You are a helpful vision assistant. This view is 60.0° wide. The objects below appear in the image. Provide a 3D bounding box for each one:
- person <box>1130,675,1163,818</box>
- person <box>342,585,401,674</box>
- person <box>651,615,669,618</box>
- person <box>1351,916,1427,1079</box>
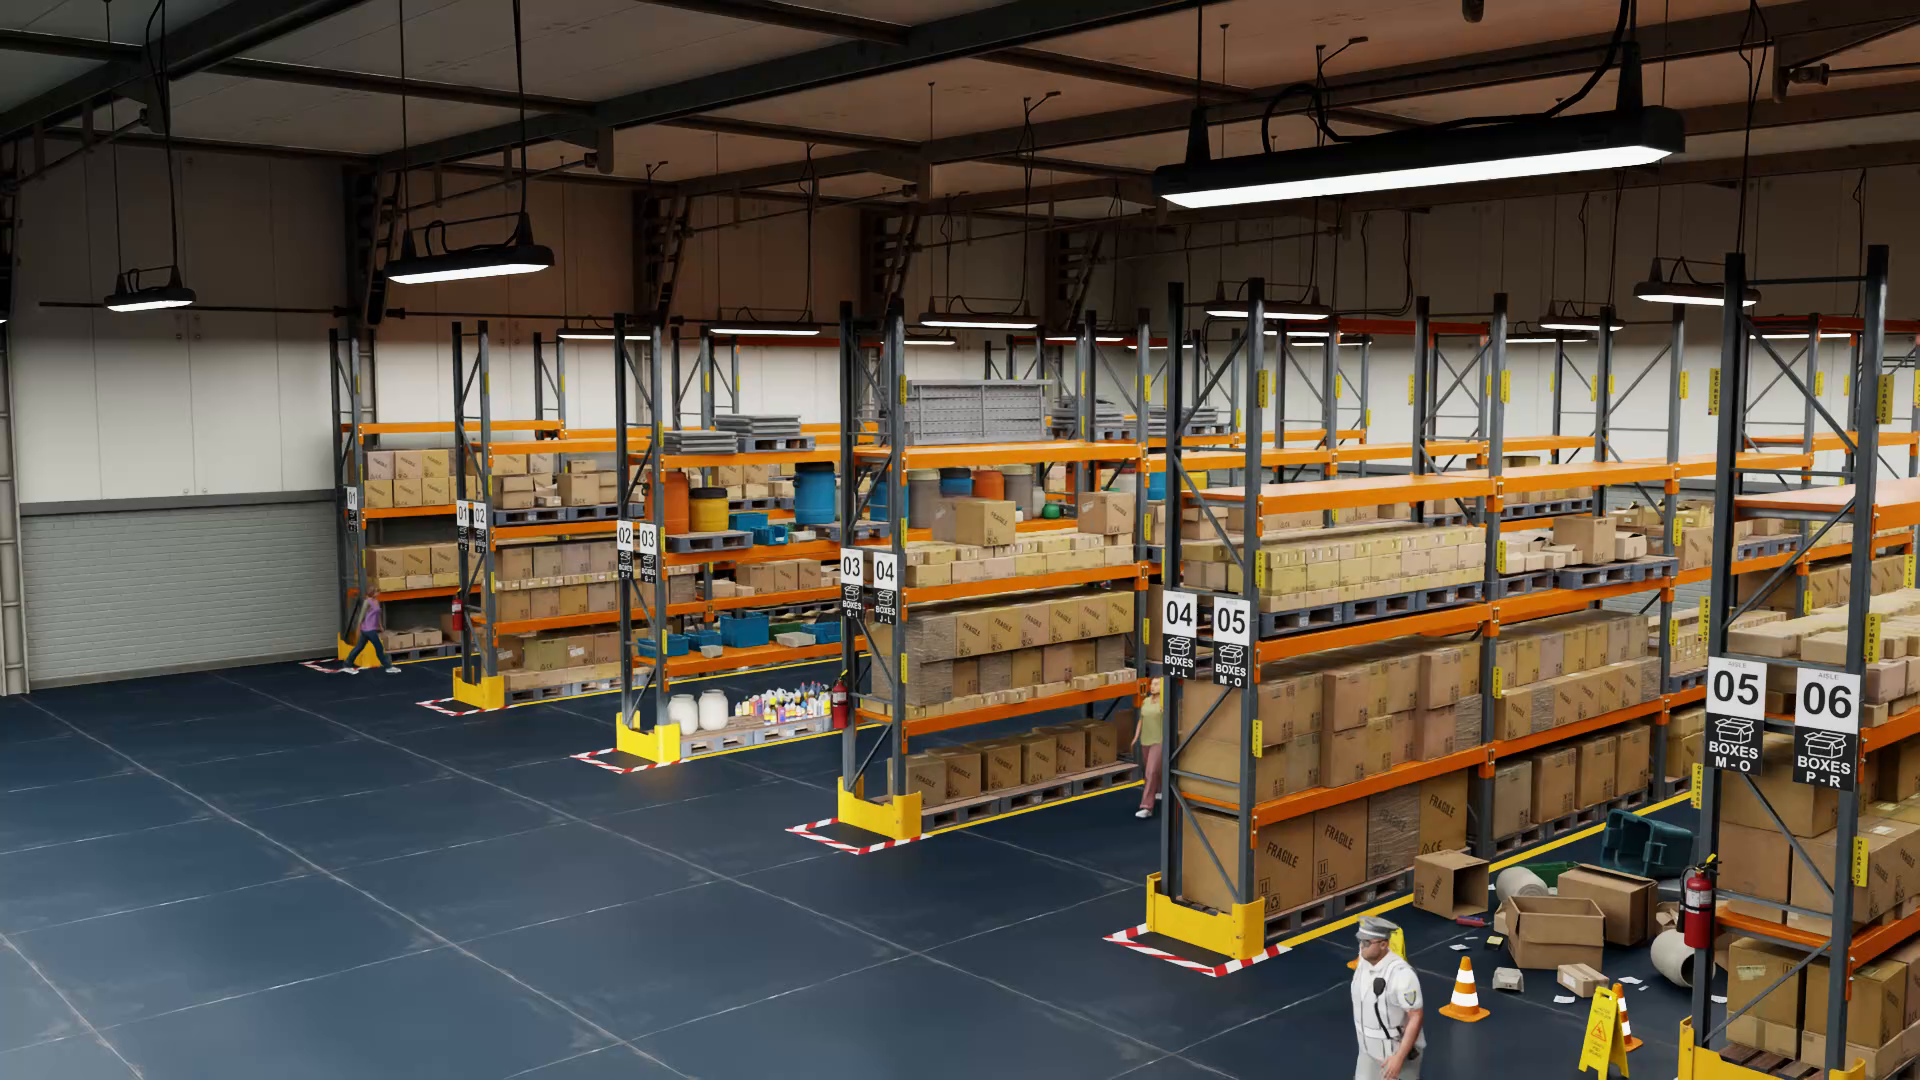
[{"bbox_3d":[2.307,2.400,19.656,0.461,1.618,1.019,4,7,38],"label":"person"},{"bbox_3d":[-10.179,1.535,28.720,0.973,1.531,0.409,-2,6,-16],"label":"person"},{"bbox_3d":[-5.664,1.327,30.775,0.560,1.655,0.790,5,8,44],"label":"person"},{"bbox_3d":[2.848,3.254,10.728,0.660,1.733,0.596,-3,6,-24],"label":"person"}]
